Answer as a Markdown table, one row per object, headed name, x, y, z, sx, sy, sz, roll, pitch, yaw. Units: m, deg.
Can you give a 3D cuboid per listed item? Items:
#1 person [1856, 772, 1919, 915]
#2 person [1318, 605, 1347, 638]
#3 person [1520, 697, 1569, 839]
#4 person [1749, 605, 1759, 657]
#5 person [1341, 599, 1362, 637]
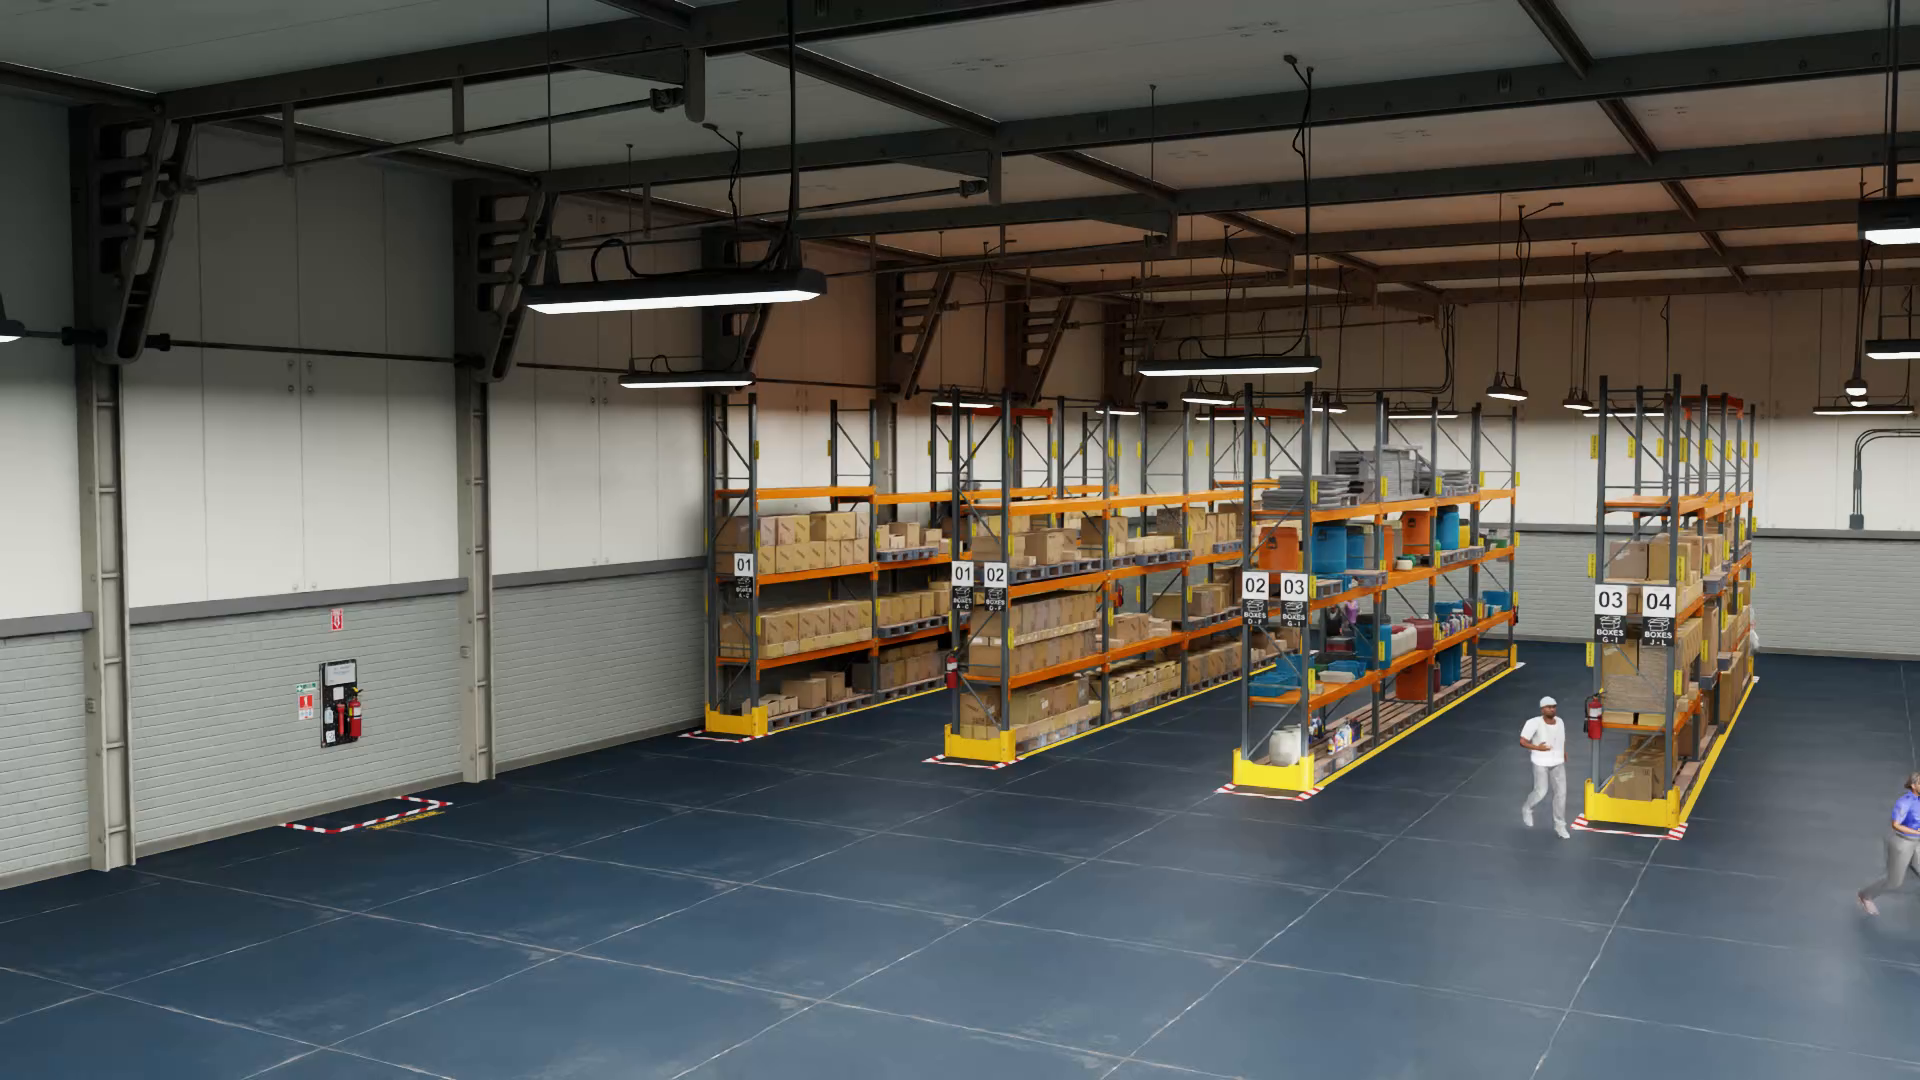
| name | x | y | z | sx | sy | sz | roll | pitch | yaw |
| --- | --- | --- | --- | --- | --- | --- | --- | --- | --- |
| person | 9.882 | 3.241 | 17.401 | 0.600 | 1.677 | 0.968 | -2 | 4 | -30 |
| person | 8.322 | 2.152 | 37.191 | 0.640 | 1.676 | 0.577 | 1 | 3 | 14 |
| person | 7.663 | 2.934 | 21.730 | 0.715 | 1.789 | 0.874 | -1 | 3 | -13 |
| person | 17.771 | 2.094 | 37.583 | 0.711 | 1.752 | 0.714 | -1 | 3 | -18 |
| person | 9.610 | 2.051 | 40.668 | 0.590 | 1.515 | 0.525 | -1 | 3 | -22 |
